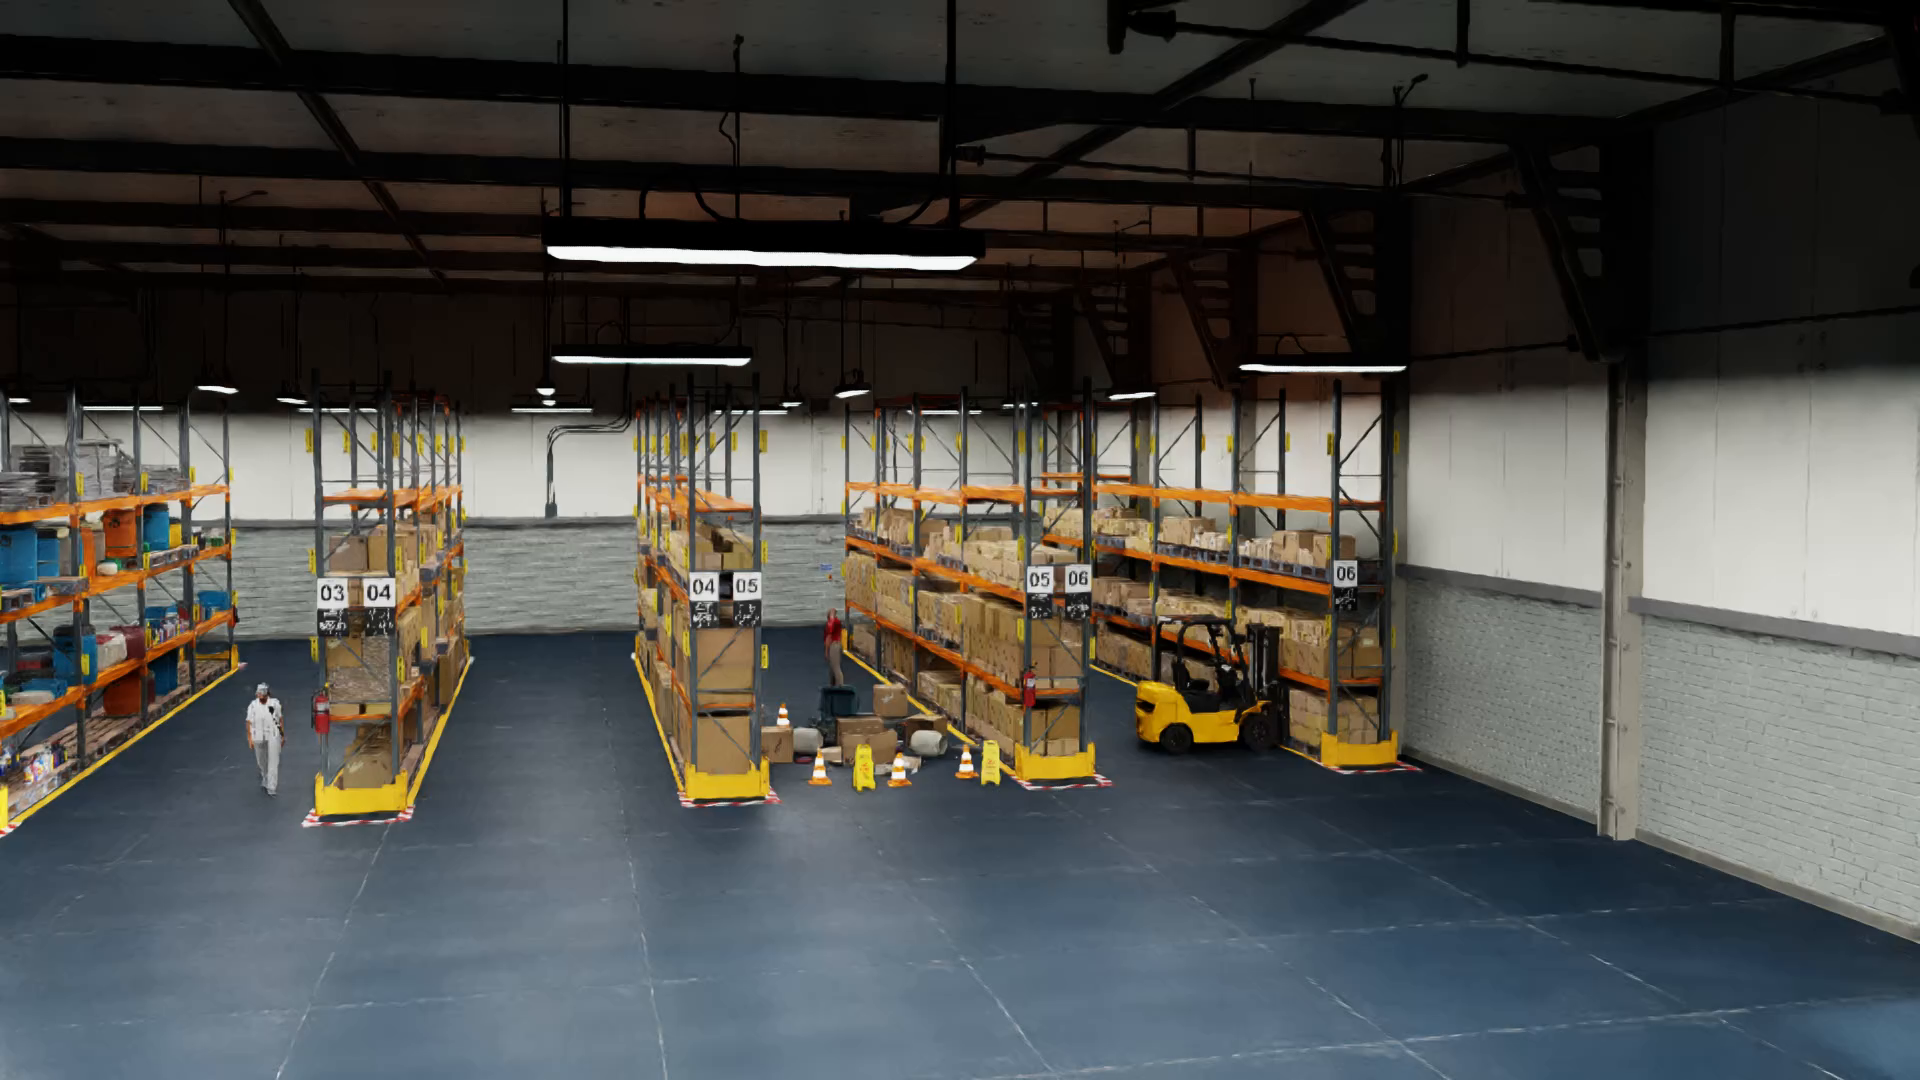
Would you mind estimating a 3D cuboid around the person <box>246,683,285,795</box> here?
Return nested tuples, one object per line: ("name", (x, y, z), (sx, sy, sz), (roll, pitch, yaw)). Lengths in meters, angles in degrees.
("person", (-9.953, 2.824, 23.817), (0.497, 1.578, 1.090), (-1, 3, -11))

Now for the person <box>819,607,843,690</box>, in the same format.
("person", (-2.583, 2.198, 33.394), (0.591, 1.719, 0.651), (1, 3, 11))
